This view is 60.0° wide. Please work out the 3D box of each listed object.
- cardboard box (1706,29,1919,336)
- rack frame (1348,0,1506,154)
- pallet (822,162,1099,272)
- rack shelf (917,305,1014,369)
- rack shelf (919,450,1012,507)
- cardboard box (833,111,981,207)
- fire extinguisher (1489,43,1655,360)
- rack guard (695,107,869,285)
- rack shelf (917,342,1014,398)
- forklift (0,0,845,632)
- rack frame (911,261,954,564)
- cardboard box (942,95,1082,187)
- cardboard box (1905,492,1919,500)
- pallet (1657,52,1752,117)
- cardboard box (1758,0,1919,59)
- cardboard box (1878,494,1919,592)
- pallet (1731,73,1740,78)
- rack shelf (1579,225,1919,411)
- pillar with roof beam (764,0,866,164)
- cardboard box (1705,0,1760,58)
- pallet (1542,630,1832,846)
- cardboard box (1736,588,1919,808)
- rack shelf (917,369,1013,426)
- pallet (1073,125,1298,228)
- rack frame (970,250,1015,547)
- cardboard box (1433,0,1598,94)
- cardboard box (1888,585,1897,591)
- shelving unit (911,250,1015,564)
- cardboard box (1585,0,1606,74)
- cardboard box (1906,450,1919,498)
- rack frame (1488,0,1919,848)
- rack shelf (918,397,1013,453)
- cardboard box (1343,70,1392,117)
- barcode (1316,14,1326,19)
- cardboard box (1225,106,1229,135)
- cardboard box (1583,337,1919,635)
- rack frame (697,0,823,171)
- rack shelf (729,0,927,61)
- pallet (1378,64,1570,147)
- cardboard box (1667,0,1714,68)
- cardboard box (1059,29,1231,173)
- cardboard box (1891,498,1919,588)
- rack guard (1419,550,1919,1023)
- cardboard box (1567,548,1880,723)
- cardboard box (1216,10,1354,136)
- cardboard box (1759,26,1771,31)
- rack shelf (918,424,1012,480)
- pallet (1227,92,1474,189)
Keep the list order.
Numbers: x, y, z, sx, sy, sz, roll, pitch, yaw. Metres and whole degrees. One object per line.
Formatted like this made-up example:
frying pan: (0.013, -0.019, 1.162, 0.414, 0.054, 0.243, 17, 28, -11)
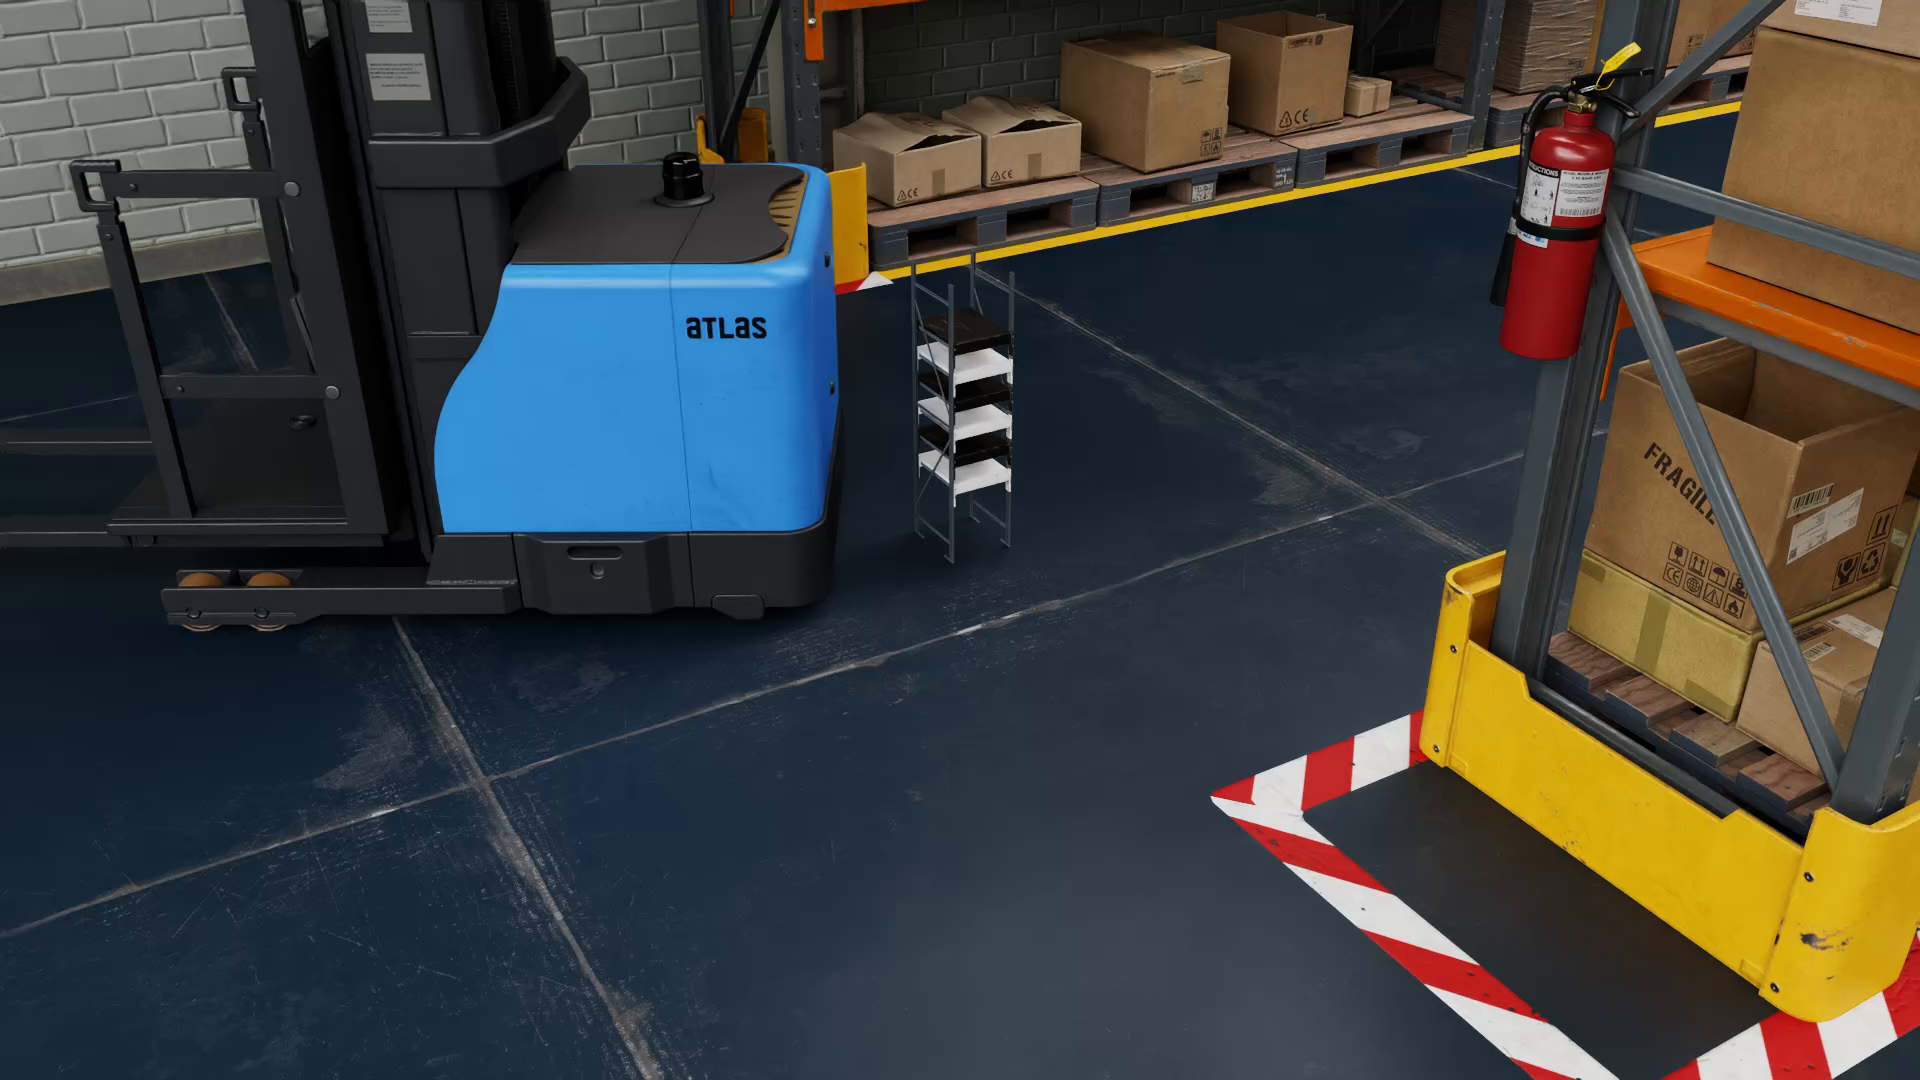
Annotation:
cardboard box: (2.033, -0.747, 3.396, 0.500, 0.500, 0.700, -16, 33, -26)
rack frame: (2.559, -3.636, 8.734, 0.127, 3.000, 1.000, -16, 33, -26)
pallet: (-0.105, -1.639, 8.001, 1.213, 0.211, 1.003, -16, 33, -26)
rack shelf: (0.007, -0.603, 4.922, 0.200, 0.077, 0.258, -16, 33, -26)
rack shelf: (0.007, -0.209, 5.139, 0.200, 0.077, 0.258, -16, 33, -26)
cardboard box: (-0.247, -1.804, 7.742, 0.500, 0.311, 0.500, -20, 35, -32)
fire extinguisher: (1.286, -0.725, 3.539, 0.183, 0.674, 0.296, -16, 33, -26)
rack guard: (-0.824, -1.581, 7.598, 0.348, 0.500, 1.175, -16, 33, -26)
rack shelf: (0.007, -0.524, 4.965, 0.200, 0.077, 0.258, -16, 33, -26)
forklift: (-1.897, -1.277, 4.531, 3.031, 2.935, 1.130, 0, 29, 0)
rack frame: (-0.081, -0.371, 4.991, 0.006, 0.900, 0.240, -16, 33, -26)
cardboard box: (0.244, -1.944, 7.995, 0.500, 0.311, 0.500, -13, 31, -22)
cardboard box: (2.791, -0.079, 4.700, 0.500, 0.250, 0.500, -16, 33, -26)
pallet: (4.283, -2.907, 10.299, 1.213, 0.211, 1.003, -16, 33, -26)
cardboard box: (1.856, -1.095, 3.355, 0.250, 0.149, 0.380, -16, 33, -27)
cardboard box: (2.361, 0.044, 4.477, 0.500, 0.250, 0.500, -16, 33, -26)
pallet: (5.334, -3.204, 10.837, 1.213, 0.211, 1.003, -16, 33, -26)
rack shelf: (3.348, -0.769, 4.283, 4.000, 0.370, 1.077, -16, 33, -26)
pillar with roof beam: (1.457, -4.022, 3.224, 0.400, 9.000, 9.100, -16, 33, -26)
cardboard box: (4.497, -3.304, 10.265, 0.500, 0.500, 0.700, -16, 33, -27)
pallet: (2.262, 0.422, 4.267, 1.213, 0.211, 1.003, -16, 33, -26)
cardboard box: (2.199, 0.387, 3.855, 0.500, 0.250, 0.500, -16, 33, -26)
rack shelf: (0.007, -0.446, 5.009, 0.200, 0.077, 0.258, -16, 33, -26)
pallet: (0.945, -1.936, 8.539, 1.213, 0.211, 1.003, -16, 33, -26)
rack frame: (0.095, -0.421, 5.081, 0.006, 0.900, 0.240, -16, 33, -26)
cardboard box: (3.186, -2.921, 9.571, 0.500, 0.500, 0.700, -15, 32, -25)
cardboard box: (2.628, 0.263, 4.080, 0.500, 0.250, 0.500, -16, 33, -26)
shelving unit: (0.007, -0.396, 5.036, 0.210, 0.900, 0.258, -16, 33, -26)
cardboard box: (3.606, -3.069, 9.838, 0.500, 0.500, 0.700, -17, 33, -27)
cardboard box: (2.790, -0.409, 4.521, 0.500, 0.500, 0.500, -16, 33, -26)
rack frame: (1.624, -0.594, 3.222, 0.127, 3.000, 1.000, -16, 33, -26)
rack shelf: (0.007, -0.367, 5.052, 0.200, 0.077, 0.258, -16, 33, -26)
cardboard box: (2.113, -2.445, 9.053, 0.250, 0.166, 0.380, -21, 35, -33)
barcode: (1.972, -2.842, 9.096, 0.075, 0.075, 0.001, -16, 33, -26)
cardboard box: (1.170, -2.197, 8.622, 0.250, 0.149, 0.380, -19, 34, -30)
cardboard box: (1.935, -0.158, 4.067, 0.500, 0.500, 0.500, -16, 33, -26)
rack frame: (-0.889, -2.657, 6.960, 0.127, 3.000, 1.000, -16, 33, -26)
rack shelf: (0.835, -2.832, 8.021, 4.000, 0.370, 1.077, -16, 33, -26)
pallet: (3.230, -2.606, 9.754, 1.213, 0.211, 1.003, -16, 33, -26)
cardboard box: (4.066, -3.177, 10.034, 0.500, 0.500, 0.700, -15, 32, -26)
cardboard box: (0.902, -2.185, 8.237, 0.500, 0.500, 0.700, -18, 34, -29)
cardboard box: (2.629, -0.064, 3.897, 0.500, 0.500, 0.500, -16, 33, -26)
rack guard: (1.603, 0.506, 3.816, 0.348, 0.500, 1.175, -16, 33, -26)
cardboard box: (1.936, 0.171, 4.246, 0.500, 0.250, 0.500, -16, 33, -26)
cardboard box: (1.685, -2.464, 8.741, 0.500, 0.500, 0.500, -19, 34, -30)
cardboard box: (4.911, -3.438, 10.507, 0.500, 0.500, 0.700, -16, 33, -26)
rack shelf: (0.007, -0.288, 5.096, 0.200, 0.077, 0.258, -16, 33, -26)
pallet: (1.998, -2.236, 9.083, 1.213, 0.211, 1.003, -16, 33, -26)
